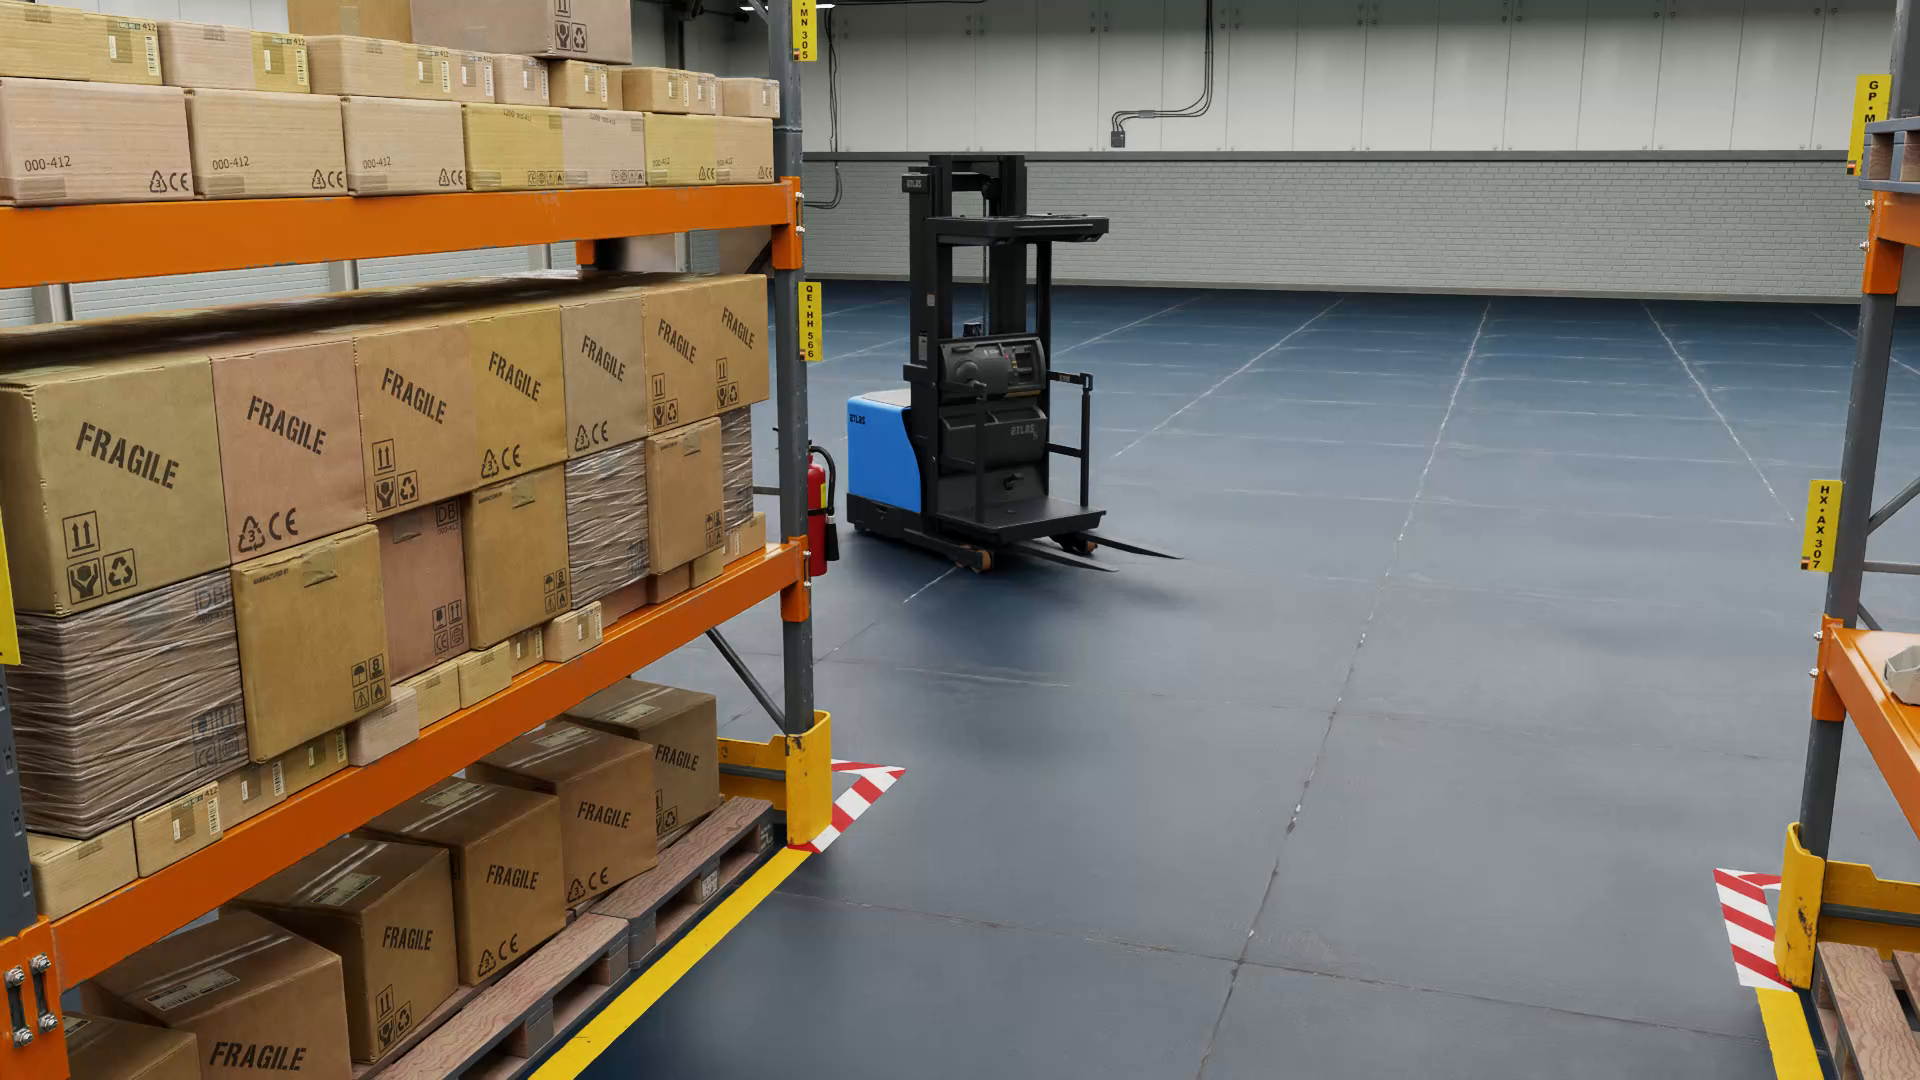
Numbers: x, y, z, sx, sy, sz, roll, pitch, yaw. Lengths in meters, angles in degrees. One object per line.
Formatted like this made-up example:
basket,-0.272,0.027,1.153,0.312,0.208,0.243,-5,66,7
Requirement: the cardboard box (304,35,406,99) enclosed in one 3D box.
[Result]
cardboard box,-1.700,-1.240,4.381,0.380,0.149,0.250,4,13,17

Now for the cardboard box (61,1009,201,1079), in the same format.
cardboard box,-2.266,1.543,4.158,0.500,0.500,0.500,4,13,17

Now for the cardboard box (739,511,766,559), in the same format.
cardboard box,-1.036,-0.034,6.960,0.380,0.149,0.250,4,14,18

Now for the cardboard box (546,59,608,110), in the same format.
cardboard box,-1.362,-1.461,5.347,0.380,0.149,0.250,4,13,16

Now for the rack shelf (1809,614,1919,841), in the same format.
rack shelf,2.900,0.897,3.933,1.077,0.370,4.000,4,14,18

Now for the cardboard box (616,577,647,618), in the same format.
cardboard box,-1.366,0.176,6.040,0.380,0.149,0.250,4,14,18

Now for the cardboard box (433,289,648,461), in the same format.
cardboard box,-1.404,-0.568,5.596,0.500,0.500,0.500,4,14,18

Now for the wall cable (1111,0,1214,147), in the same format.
wall cable,4.596,-11.957,37.511,2.305,6.003,0.169,4,14,18

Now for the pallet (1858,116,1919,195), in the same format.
pallet,3.187,-1.078,4.653,1.003,0.211,1.213,4,14,18

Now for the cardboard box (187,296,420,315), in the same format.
cardboard box,-2.060,-0.501,5.300,0.500,0.500,0.500,4,14,18

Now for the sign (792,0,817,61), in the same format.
sign,-0.621,-2.081,6.635,0.100,0.325,0.005,4,14,18

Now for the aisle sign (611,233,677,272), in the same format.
aisle sign,-1.403,-1.533,7.123,0.394,0.787,0.004,4,14,18

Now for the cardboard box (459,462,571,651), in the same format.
cardboard box,-1.767,0.009,5.313,0.875,0.500,0.500,4,14,18

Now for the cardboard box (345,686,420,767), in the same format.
cardboard box,-1.740,0.500,4.619,0.380,0.149,0.250,4,14,18

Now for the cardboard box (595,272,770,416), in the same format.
cardboard box,-1.084,-0.779,6.520,0.500,0.500,0.500,4,14,18

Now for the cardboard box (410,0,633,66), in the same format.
cardboard box,-1.402,-1.787,5.317,0.500,0.500,0.500,4,14,18

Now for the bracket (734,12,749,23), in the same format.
bracket,-5.349,-12.777,40.655,0.235,0.232,0.430,4,14,18

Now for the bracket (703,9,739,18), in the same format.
bracket,-5.540,-12.652,40.110,0.076,0.066,3.189,4,14,18

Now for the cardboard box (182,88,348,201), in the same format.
cardboard box,-1.879,-0.966,4.078,0.500,0.250,0.500,4,14,18

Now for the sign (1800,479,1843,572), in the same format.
sign,3.028,-0.050,5.845,0.100,0.325,0.005,4,14,18

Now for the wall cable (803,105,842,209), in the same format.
wall cable,-4.381,-9.472,41.244,3.097,2.526,0.112,4,14,18

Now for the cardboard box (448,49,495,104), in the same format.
cardboard box,-1.600,-1.353,4.875,0.380,0.149,0.250,5,14,20

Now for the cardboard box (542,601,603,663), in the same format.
cardboard box,-1.422,0.289,5.544,0.380,0.149,0.250,4,14,18

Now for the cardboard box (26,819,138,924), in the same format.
cardboard box,-2.080,0.710,3.702,0.380,0.149,0.250,4,14,18

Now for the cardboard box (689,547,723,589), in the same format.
cardboard box,-1.150,0.075,6.483,0.380,0.149,0.250,4,14,18

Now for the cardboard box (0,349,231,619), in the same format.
cardboard box,-2.048,-0.147,3.750,0.500,0.500,0.500,4,14,18

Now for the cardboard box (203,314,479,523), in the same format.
cardboard box,-1.725,-0.357,4.673,0.500,0.500,0.500,4,14,18

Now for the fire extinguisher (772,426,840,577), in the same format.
fire extinguisher,-0.666,-0.185,7.229,0.296,0.674,0.183,4,14,18

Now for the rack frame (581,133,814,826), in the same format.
rack frame,-1.140,-0.231,7.261,1.000,3.000,0.127,4,14,18

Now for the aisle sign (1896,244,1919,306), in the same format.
aisle sign,3.293,-1.178,5.568,0.394,0.787,0.004,4,14,18

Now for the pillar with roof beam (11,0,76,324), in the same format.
pillar with roof beam,-8.336,-6.361,20.635,9.100,9.000,0.400,4,14,18

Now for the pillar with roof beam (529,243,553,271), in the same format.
pillar with roof beam,-4.454,-8.888,31.705,9.100,9.000,0.400,4,14,18

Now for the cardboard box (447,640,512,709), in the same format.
cardboard box,-1.607,0.393,5.090,0.380,0.149,0.250,4,14,18

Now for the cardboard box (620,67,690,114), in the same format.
cardboard box,-1.173,-1.568,5.815,0.380,0.149,0.250,4,14,19

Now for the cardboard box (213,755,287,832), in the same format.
cardboard box,-1.932,0.603,4.168,0.380,0.149,0.250,4,14,18

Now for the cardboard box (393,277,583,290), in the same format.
cardboard box,-1.744,-0.712,6.225,0.500,0.500,0.500,4,14,18

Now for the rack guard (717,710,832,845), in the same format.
rack guard,-1.164,1.003,7.469,1.175,0.500,0.348,4,14,18

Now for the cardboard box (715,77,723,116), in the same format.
cardboard box,-1.129,-1.688,6.341,0.380,0.149,0.250,4,13,17

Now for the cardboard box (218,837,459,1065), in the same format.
cardboard box,-1.962,1.286,5.287,0.500,0.500,0.500,3,13,13

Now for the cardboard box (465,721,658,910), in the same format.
cardboard box,-1.518,1.041,6.359,0.500,0.500,0.500,9,15,33

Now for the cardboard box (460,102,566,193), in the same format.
cardboard box,-1.546,-1.182,5.021,0.500,0.250,0.500,4,13,17

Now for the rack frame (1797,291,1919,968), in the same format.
rack frame,3.547,0.125,5.698,1.000,3.000,0.127,4,14,18

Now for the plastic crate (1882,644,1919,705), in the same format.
plastic crate,2.953,0.419,5.003,0.298,0.136,0.250,4,14,18

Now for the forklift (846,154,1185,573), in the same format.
forklift,0.378,-1.317,12.170,1.130,2.935,3.031,-9,16,-36

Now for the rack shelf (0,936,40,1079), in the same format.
rack shelf,-3.081,1.383,1.806,1.077,0.370,4.000,4,14,18

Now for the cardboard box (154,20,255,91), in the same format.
cardboard box,-1.907,-1.136,3.923,0.380,0.149,0.250,4,14,19

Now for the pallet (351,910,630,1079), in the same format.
pallet,-1.857,1.569,5.641,1.003,0.211,1.213,4,14,18

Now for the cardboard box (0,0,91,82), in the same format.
cardboard box,-2.037,-1.019,3.412,0.380,0.149,0.250,4,13,17

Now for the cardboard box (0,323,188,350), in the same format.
cardboard box,-2.388,-0.290,4.379,0.500,0.500,0.500,4,14,18

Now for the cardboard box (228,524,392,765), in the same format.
cardboard box,-2.035,0.224,4.372,0.875,0.500,0.500,4,14,18

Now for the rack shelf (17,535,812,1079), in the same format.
rack shelf,-1.787,0.540,5.496,1.077,0.370,4.000,4,14,18

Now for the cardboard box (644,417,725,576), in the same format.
cardboard box,-1.392,-0.197,6.219,0.875,0.500,0.500,4,14,18

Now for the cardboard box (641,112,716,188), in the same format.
cardboard box,-1.214,-1.395,5.957,0.500,0.250,0.500,4,14,19
